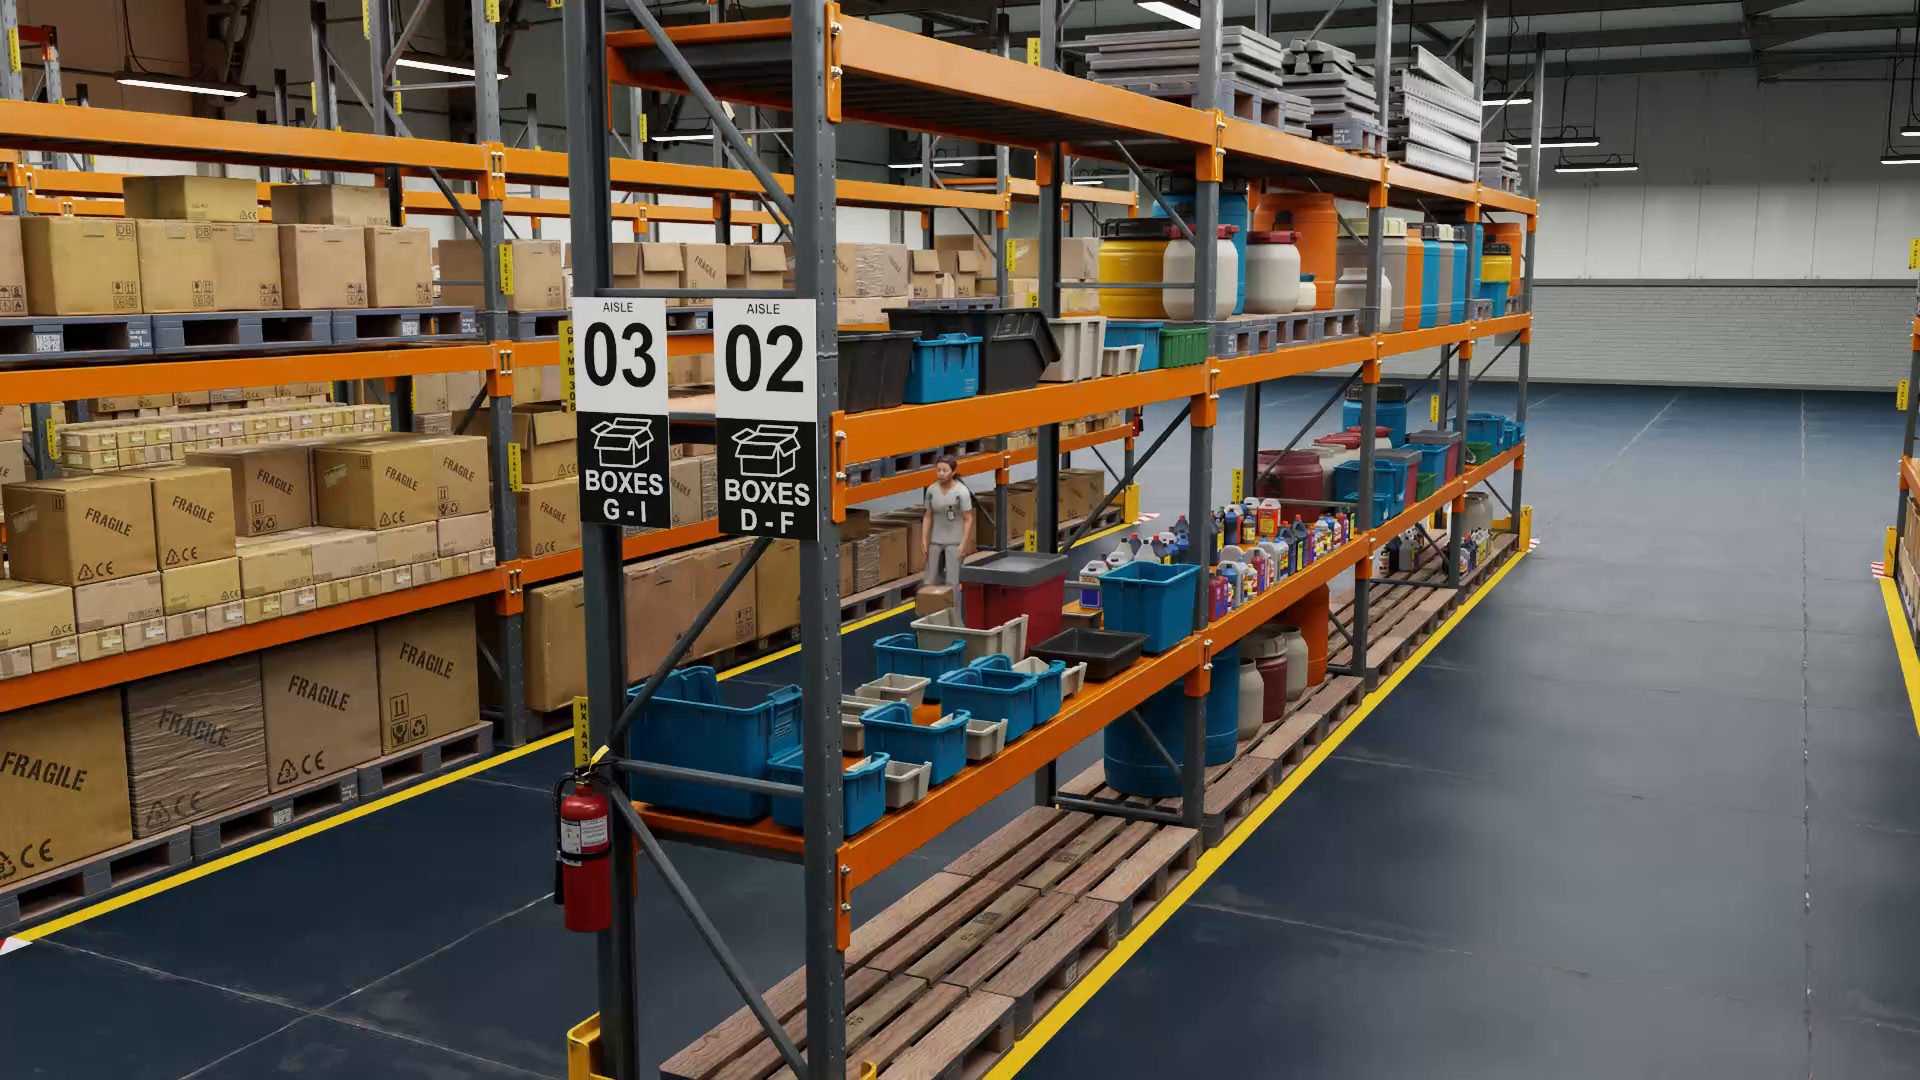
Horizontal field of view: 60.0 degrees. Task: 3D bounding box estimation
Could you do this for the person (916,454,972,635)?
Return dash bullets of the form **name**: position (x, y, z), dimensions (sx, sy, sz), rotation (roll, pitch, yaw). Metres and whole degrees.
- **person**: position (-0.139, 0.054, 15.033), dimensions (0.480, 1.675, 0.415), rotation (4, 10, 24)
